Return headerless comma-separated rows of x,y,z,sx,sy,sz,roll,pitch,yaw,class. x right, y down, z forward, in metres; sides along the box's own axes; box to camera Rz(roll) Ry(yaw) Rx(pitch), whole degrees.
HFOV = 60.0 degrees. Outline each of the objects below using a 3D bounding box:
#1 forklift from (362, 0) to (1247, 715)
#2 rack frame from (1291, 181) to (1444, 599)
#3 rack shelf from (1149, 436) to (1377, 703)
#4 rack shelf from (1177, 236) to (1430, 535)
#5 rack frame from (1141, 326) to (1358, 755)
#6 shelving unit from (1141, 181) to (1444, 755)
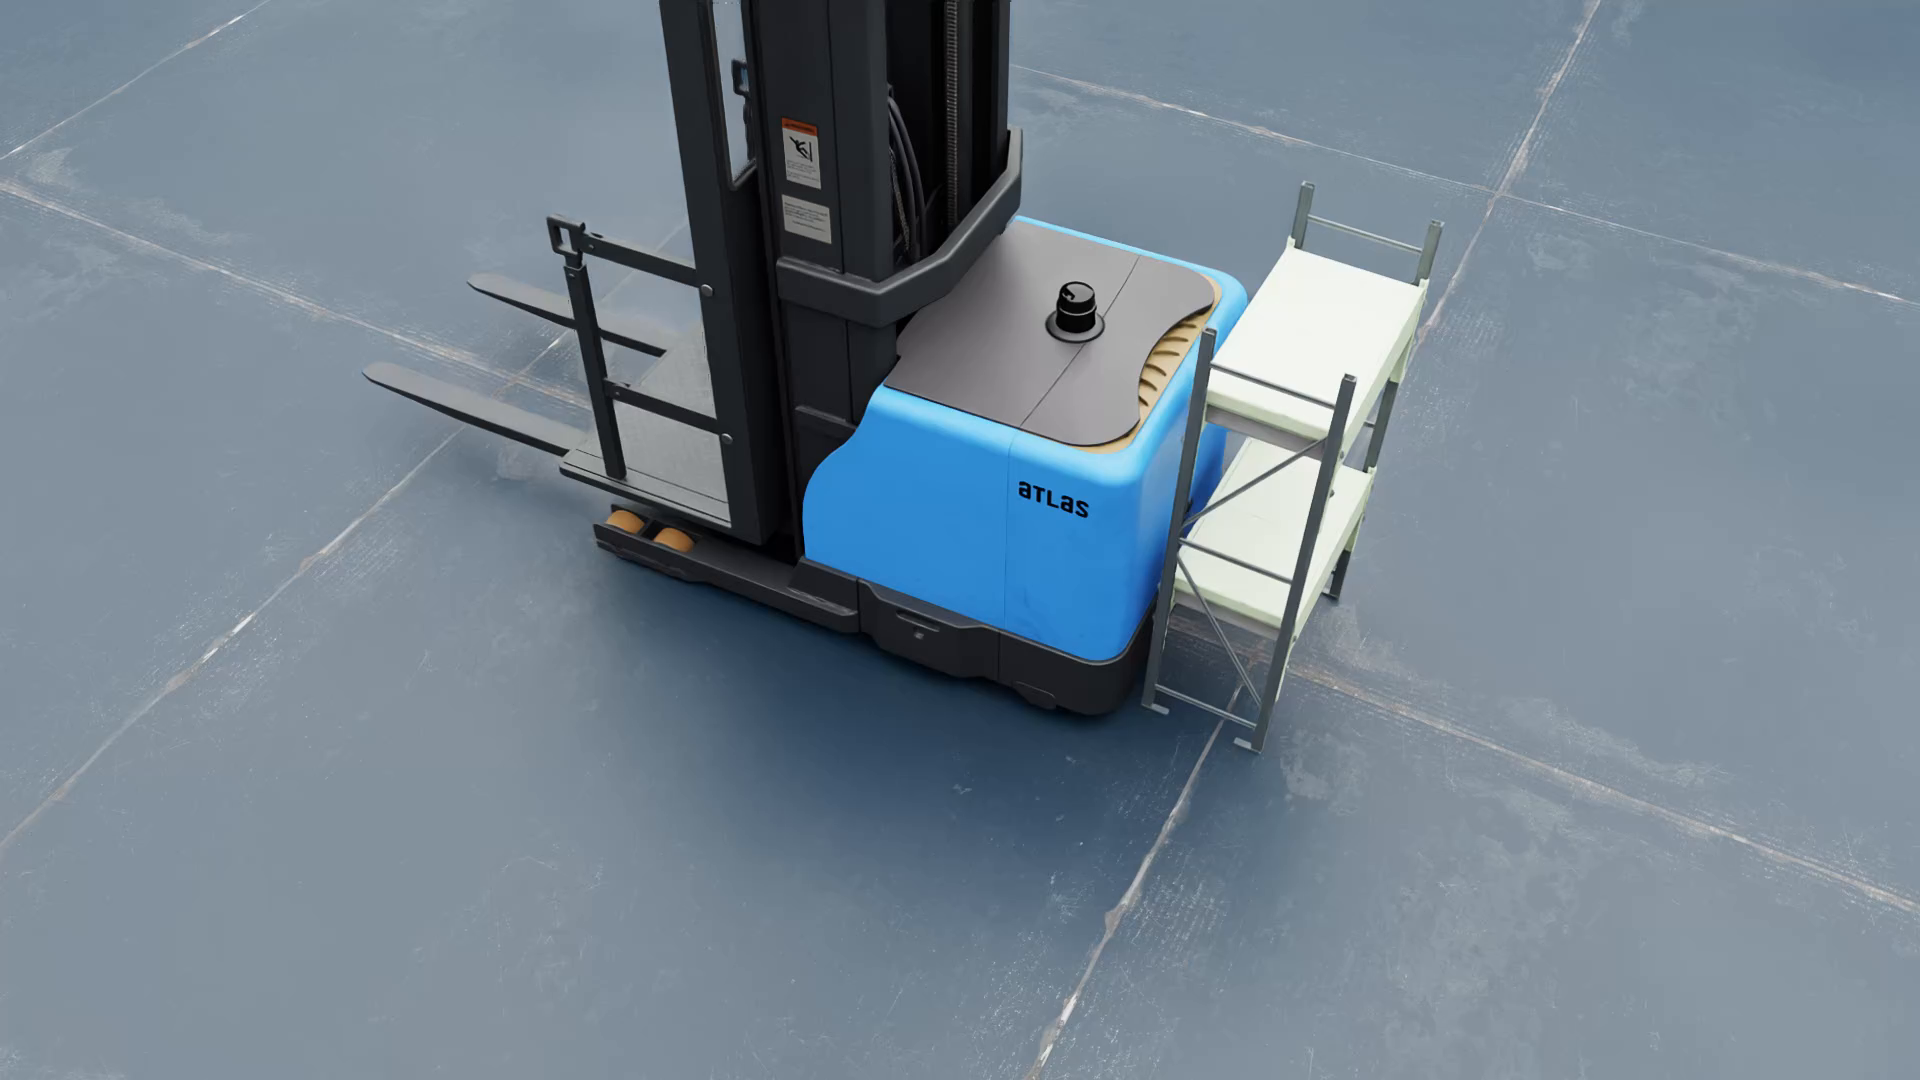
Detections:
-0.670,-1.223,4.898,3.031,2.935,1.130,19,48,18,forklift
1.108,-0.399,5.081,0.400,1.500,0.023,22,49,18,rack frame
0.929,0.058,5.088,0.431,0.370,0.720,22,49,18,rack shelf
0.946,-0.439,4.573,0.431,0.370,0.720,22,49,18,rack shelf
0.766,0.062,4.626,0.400,1.500,0.023,22,49,18,rack frame
0.937,-0.168,4.853,0.431,1.500,0.755,22,49,18,shelving unit
